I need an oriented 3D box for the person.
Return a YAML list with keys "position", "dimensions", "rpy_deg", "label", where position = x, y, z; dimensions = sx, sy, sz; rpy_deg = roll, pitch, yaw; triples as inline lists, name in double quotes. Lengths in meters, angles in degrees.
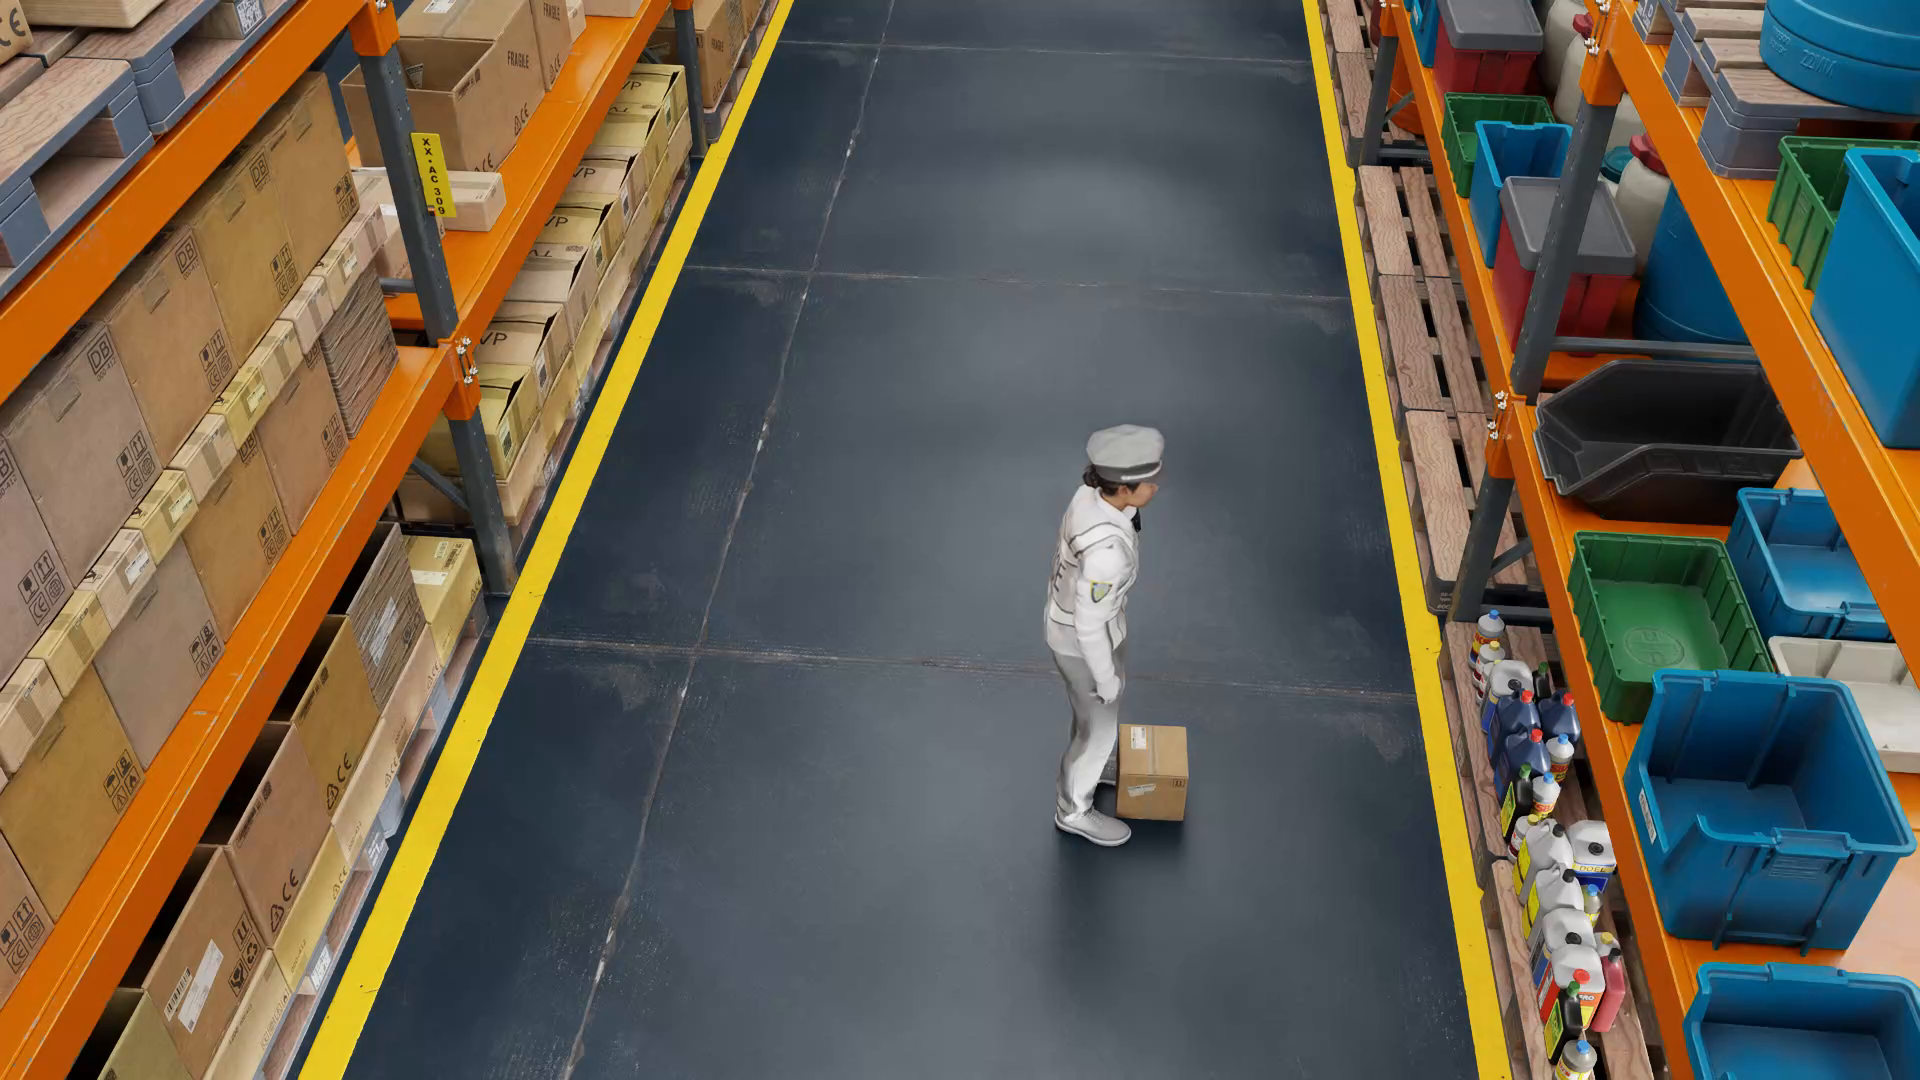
- position: [0.492, 0.325, 5.770]
  dimensions: [0.403, 1.663, 0.529]
  rpy_deg: [3, 40, 4]
  label: "person"
